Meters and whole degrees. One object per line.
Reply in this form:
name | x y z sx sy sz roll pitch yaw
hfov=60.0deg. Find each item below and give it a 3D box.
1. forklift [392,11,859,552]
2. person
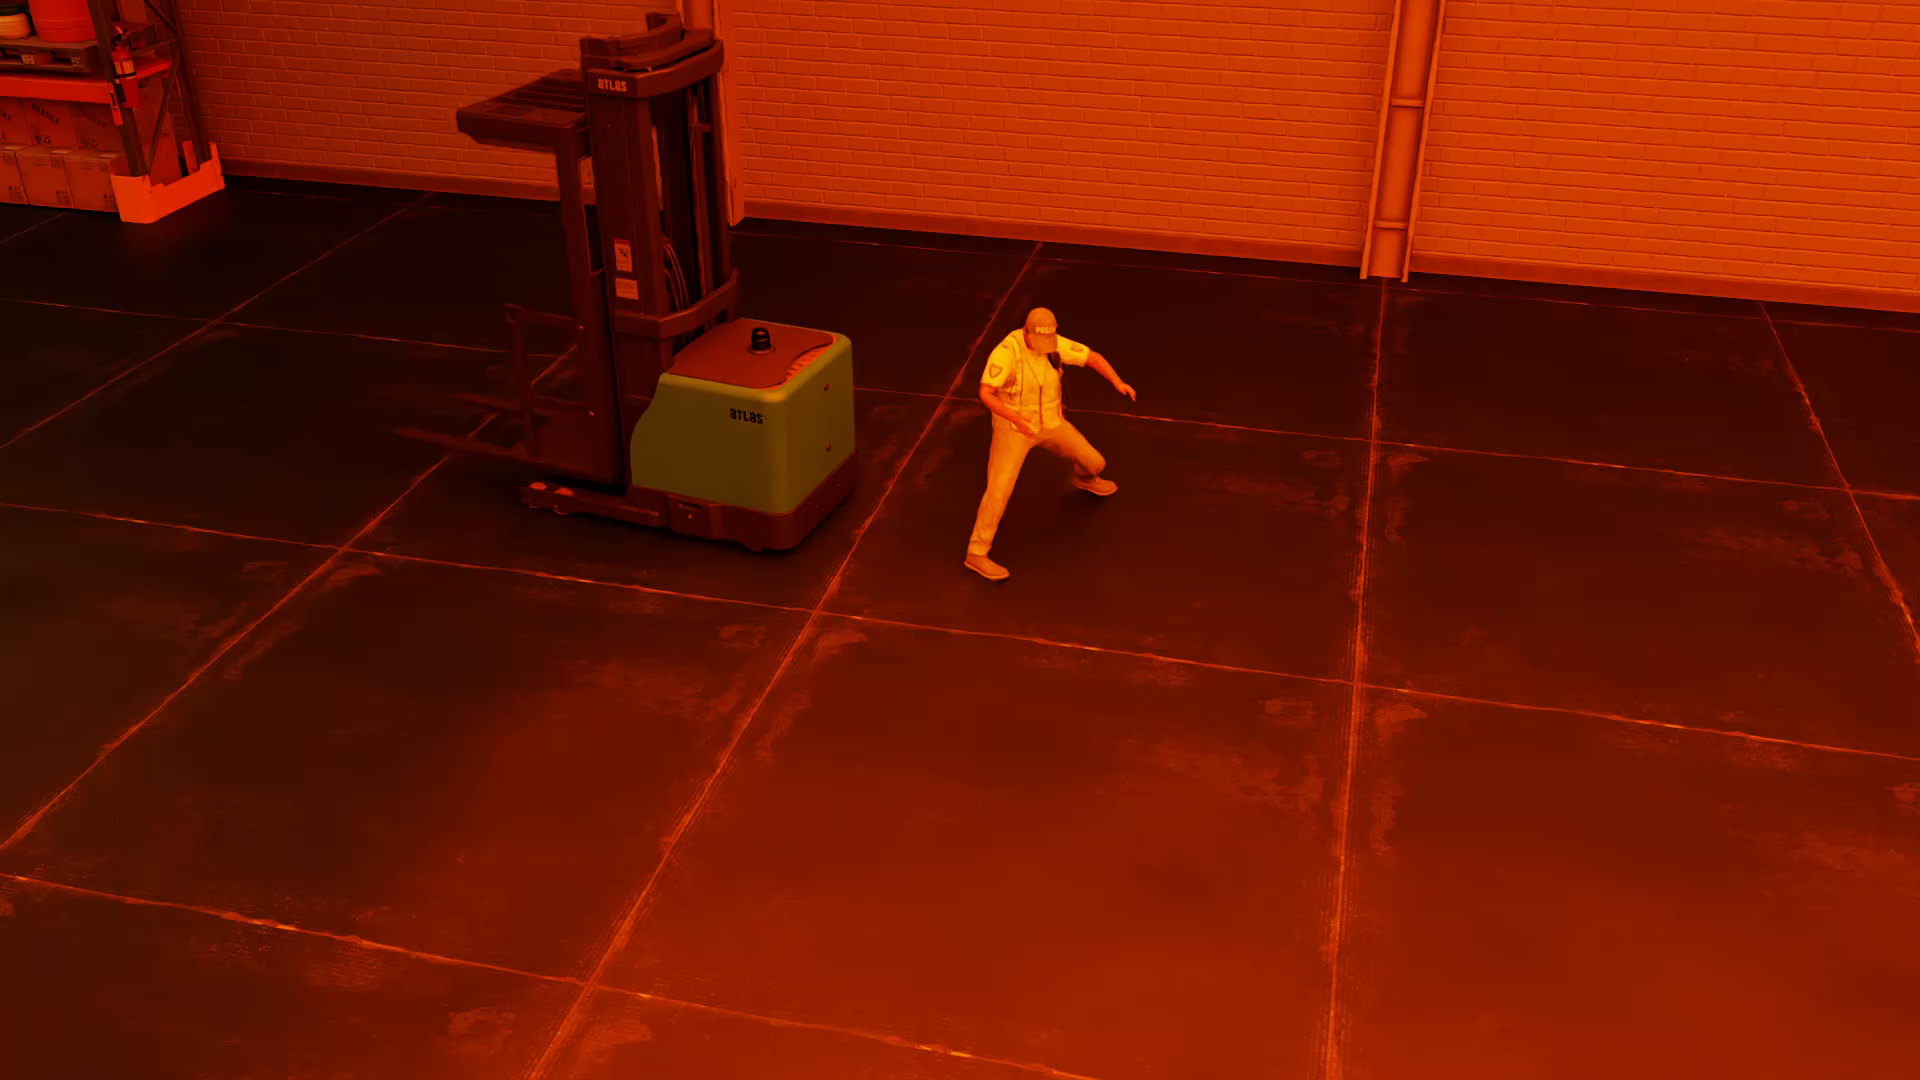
forklift | -2.215 -1.660 10.100 3.031 2.935 1.130 12 32 19
person | 0.536 -0.679 9.855 1.285 1.461 0.789 -14 32 -23
